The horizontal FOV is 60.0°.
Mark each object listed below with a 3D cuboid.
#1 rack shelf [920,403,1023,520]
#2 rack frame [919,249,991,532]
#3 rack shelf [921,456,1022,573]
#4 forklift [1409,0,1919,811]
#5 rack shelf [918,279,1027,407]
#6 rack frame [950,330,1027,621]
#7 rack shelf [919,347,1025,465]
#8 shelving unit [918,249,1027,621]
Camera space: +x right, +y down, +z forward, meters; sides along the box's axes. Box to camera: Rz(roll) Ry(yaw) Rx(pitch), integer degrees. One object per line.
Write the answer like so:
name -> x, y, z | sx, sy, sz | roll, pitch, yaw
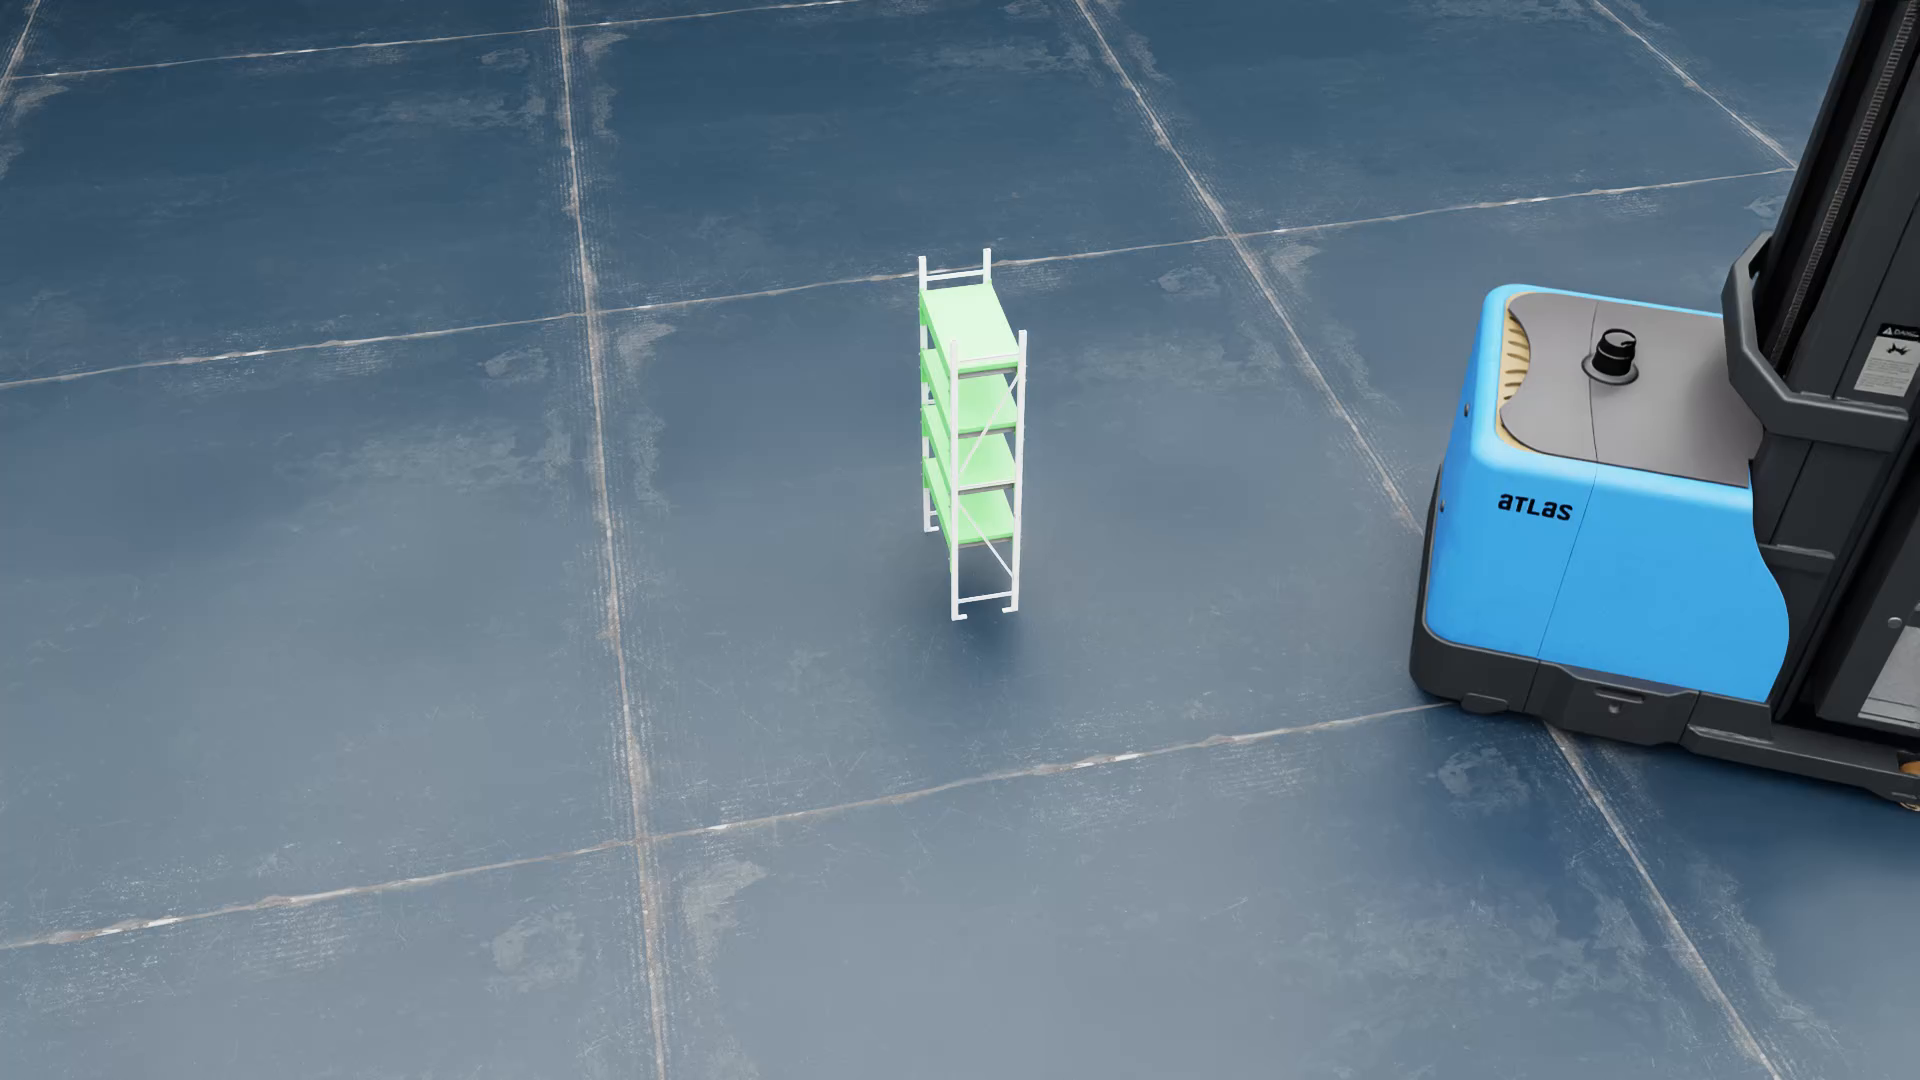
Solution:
rack shelf -> 0.036, -0.294, 5.773 | 0.258, 0.148, 0.480 | -8, 42, -9
rack frame -> -0.017, -0.500, 5.909 | 0.240, 1.200, 0.015 | -8, 42, -9
rack shelf -> 0.036, -0.114, 5.933 | 0.258, 0.148, 0.480 | -8, 42, -9
forklift -> 3.098, -0.595, 4.712 | 3.031, 2.935, 1.130 | 11, 43, 12
rack shelf -> 0.036, -0.653, 5.455 | 0.258, 0.148, 0.480 | -8, 42, -9
rack frame -> 0.088, -0.183, 5.553 | 0.240, 1.200, 0.015 | -8, 42, -9
rack shelf -> 0.036, -0.473, 5.614 | 0.258, 0.148, 0.480 | -8, 42, -9
shelving unit -> 0.036, -0.341, 5.731 | 0.258, 1.200, 0.503 | -8, 42, -9
